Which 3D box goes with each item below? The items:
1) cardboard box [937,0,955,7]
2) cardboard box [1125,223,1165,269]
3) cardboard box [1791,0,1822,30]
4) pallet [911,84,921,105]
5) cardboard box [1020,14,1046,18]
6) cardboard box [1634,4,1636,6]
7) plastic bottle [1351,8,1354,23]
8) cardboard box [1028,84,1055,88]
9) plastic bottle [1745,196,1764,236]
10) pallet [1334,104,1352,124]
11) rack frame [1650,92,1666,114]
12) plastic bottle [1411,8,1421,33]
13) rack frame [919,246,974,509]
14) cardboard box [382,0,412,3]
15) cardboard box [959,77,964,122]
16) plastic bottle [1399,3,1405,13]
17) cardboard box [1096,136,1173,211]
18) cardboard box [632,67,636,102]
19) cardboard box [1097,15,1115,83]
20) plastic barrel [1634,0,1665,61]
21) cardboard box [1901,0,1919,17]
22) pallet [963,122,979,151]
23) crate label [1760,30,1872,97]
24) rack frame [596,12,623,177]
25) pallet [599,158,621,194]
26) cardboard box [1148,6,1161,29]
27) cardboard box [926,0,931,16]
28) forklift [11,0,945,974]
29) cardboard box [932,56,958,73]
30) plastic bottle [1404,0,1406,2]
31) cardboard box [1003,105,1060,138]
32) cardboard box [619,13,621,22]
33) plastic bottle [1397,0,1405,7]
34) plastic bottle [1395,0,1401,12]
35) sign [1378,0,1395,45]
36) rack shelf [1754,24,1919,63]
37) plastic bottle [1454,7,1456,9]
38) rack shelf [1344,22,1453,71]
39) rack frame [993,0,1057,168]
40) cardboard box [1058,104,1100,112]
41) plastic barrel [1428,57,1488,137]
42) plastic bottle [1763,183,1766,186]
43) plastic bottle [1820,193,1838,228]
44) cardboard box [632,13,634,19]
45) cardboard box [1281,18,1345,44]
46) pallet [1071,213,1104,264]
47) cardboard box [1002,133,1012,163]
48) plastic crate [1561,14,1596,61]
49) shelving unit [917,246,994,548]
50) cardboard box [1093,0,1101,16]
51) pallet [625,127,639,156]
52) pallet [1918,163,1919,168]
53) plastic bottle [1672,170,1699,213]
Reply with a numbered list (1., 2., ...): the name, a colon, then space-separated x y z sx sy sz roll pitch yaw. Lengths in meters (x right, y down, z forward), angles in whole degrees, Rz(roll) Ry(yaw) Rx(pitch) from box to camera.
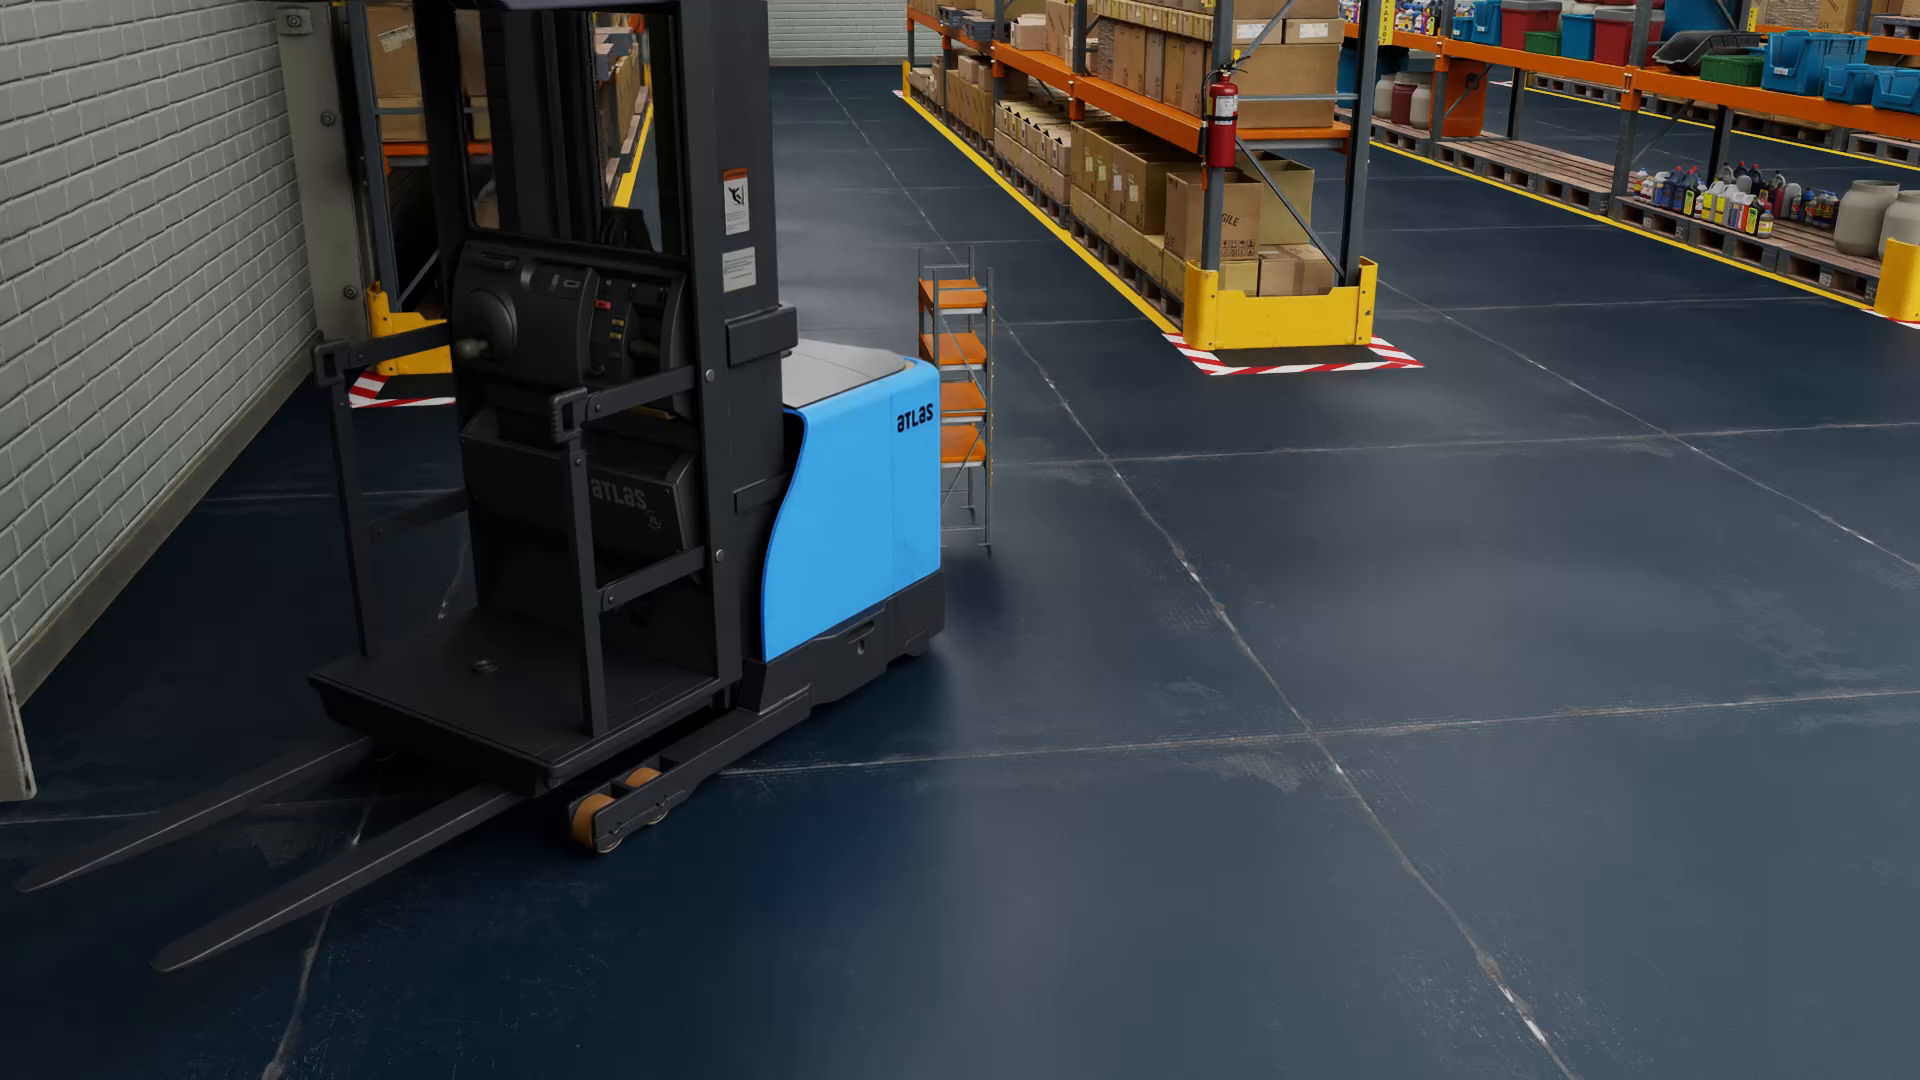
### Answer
1. cardboard box: 0.134 -6.908 20.681 0.700 0.500 0.500 -10 23 -26
2. cardboard box: 1.490 -2.110 11.907 0.500 0.250 0.500 -3 21 -8
3. cardboard box: 10.285 -6.331 19.737 0.500 0.500 0.500 -3 21 -8
4. pallet: -0.163 -6.616 24.628 1.003 0.211 1.213 -3 21 -8
5. cardboard box: 0.873 -5.285 17.205 0.500 0.311 0.500 -2 21 -4
6. cardboard box: 9.648 -7.487 23.334 0.380 0.149 0.250 -3 21 -9
7. plastic bottle: 4.950 -6.580 20.830 0.097 0.201 0.097 0 20 0
8. cardboard box: 0.933 -5.016 19.304 0.500 0.500 0.500 -3 21 -8
9. plastic bottle: 6.186 -2.520 12.930 0.061 0.283 0.133 -2 21 -6
10. pallet: 5.259 -5.512 21.673 1.003 0.211 1.213 -3 21 -8
11. rack frame: 10.091 -7.338 22.575 1.000 3.000 0.127 -3 21 -8
12. plastic bottle: 5.226 -5.949 19.042 0.097 0.271 0.097 0 20 0
13. rack frame: -0.059 -0.704 7.386 0.240 1.200 0.015 -3 21 -8
14. cardboard box: -3.225 -3.051 10.212 0.500 0.500 0.500 -3 21 -7
15. cardboard box: 0.268 -5.337 20.163 0.500 0.500 0.500 -3 21 -7
16. plastic bottle: 5.237 -6.234 19.786 0.061 0.283 0.133 -3 21 -8
17. cardboard box: 1.342 -2.807 12.702 0.500 0.500 0.500 -3 21 -8
18. cardboard box: -4.690 -6.052 22.106 0.700 0.500 0.500 -3 21 -8
19. cardboard box: 1.511 -3.963 13.397 0.700 0.500 0.500 -3 21 -9
20. plastic barrel: 6.422 -4.724 15.383 0.433 0.535 0.433 0 20 0
21. cardboard box: 10.785 -6.011 18.281 0.500 0.500 0.500 -6 21 -14
22. pallet: 0.621 -4.830 19.846 1.003 0.211 1.213 -3 21 -8
23. crate label: 6.386 -3.573 12.446 0.502 0.435 0.616 -3 21 -8
24. rack frame: -4.038 -5.203 16.860 1.000 3.000 0.127 -3 21 -8
25. pallet: -3.926 -3.626 16.624 1.003 0.211 1.213 -3 21 -8
26. cardboard box: 1.548 -3.695 11.752 0.380 0.149 0.250 -3 21 -8
27. cardboard box: -0.191 -7.403 22.606 0.500 0.500 0.500 -2 21 -7
28. forklift: -1.293 -0.660 4.794 1.130 2.935 3.031 13 24 31
29. cardboard box: 0.011 -6.526 23.342 0.797 0.503 0.637 -3 21 -8
30. plastic bottle: 5.646 -6.763 21.107 0.144 0.351 0.185 -3 21 -8
31. cardboard box: 0.733 -4.248 16.831 0.500 0.311 0.500 -3 21 -9
32. cardboard box: -3.991 -5.934 18.219 0.500 0.500 0.500 -3 21 -8
33. plastic bottle: 5.530 -6.692 20.916 0.144 0.351 0.185 -3 21 -8
34. plastic bottle: 5.139 -6.251 19.737 0.144 0.351 0.185 -3 21 -8
35. sign: 2.567 -3.153 10.021 0.100 0.325 0.005 -3 21 -8
36. rack shelf: 10.379 -6.308 20.847 1.077 0.370 4.000 -3 21 -8
37. plastic bottle: 5.867 -6.250 19.847 0.097 0.271 0.097 0 20 0
38. rack shelf: 5.478 -6.058 20.178 1.077 0.370 4.000 -3 21 -8
39. rack frame: 0.864 -5.454 17.533 1.000 3.000 0.127 -3 21 -8
40. cardboard box: 1.264 -4.277 16.909 0.500 0.311 0.500 -3 21 -9
41. plastic barrel: 5.679 -5.052 18.956 0.600 0.830 0.708 -3 21 -8
42. plastic bottle: 6.813 -2.922 14.007 0.061 0.283 0.133 -2 21 -4
43. plastic bottle: 6.917 -2.623 13.223 0.097 0.271 0.097 0 20 0
44. cardboard box: -4.776 -7.170 21.698 0.980 0.700 0.700 -3 21 -9
45. cardboard box: 2.174 -3.182 10.379 0.380 0.149 0.250 -3 21 -8
46. pallet: 1.514 -2.486 13.570 1.003 0.211 1.213 -3 21 -8
47. cardboard box: 0.722 -3.993 16.949 0.500 0.250 0.500 -3 21 -9
48. plastic crate: 5.876 -4.677 15.474 0.392 0.384 0.575 -3 21 -8
49. shelving unit: -0.024 -0.619 7.160 0.258 1.200 0.503 -3 21 -8
50. cardboard box: 1.288 -4.317 13.419 0.380 0.149 0.250 -3 21 -8
51. pallet: -4.249 -4.595 19.218 1.003 0.211 1.213 -3 21 -8
52. pallet: 10.951 -3.954 17.502 1.003 0.211 1.213 -3 21 -8
53. plastic bottle: 6.076 -2.917 13.897 0.144 0.351 0.185 -4 21 -10
